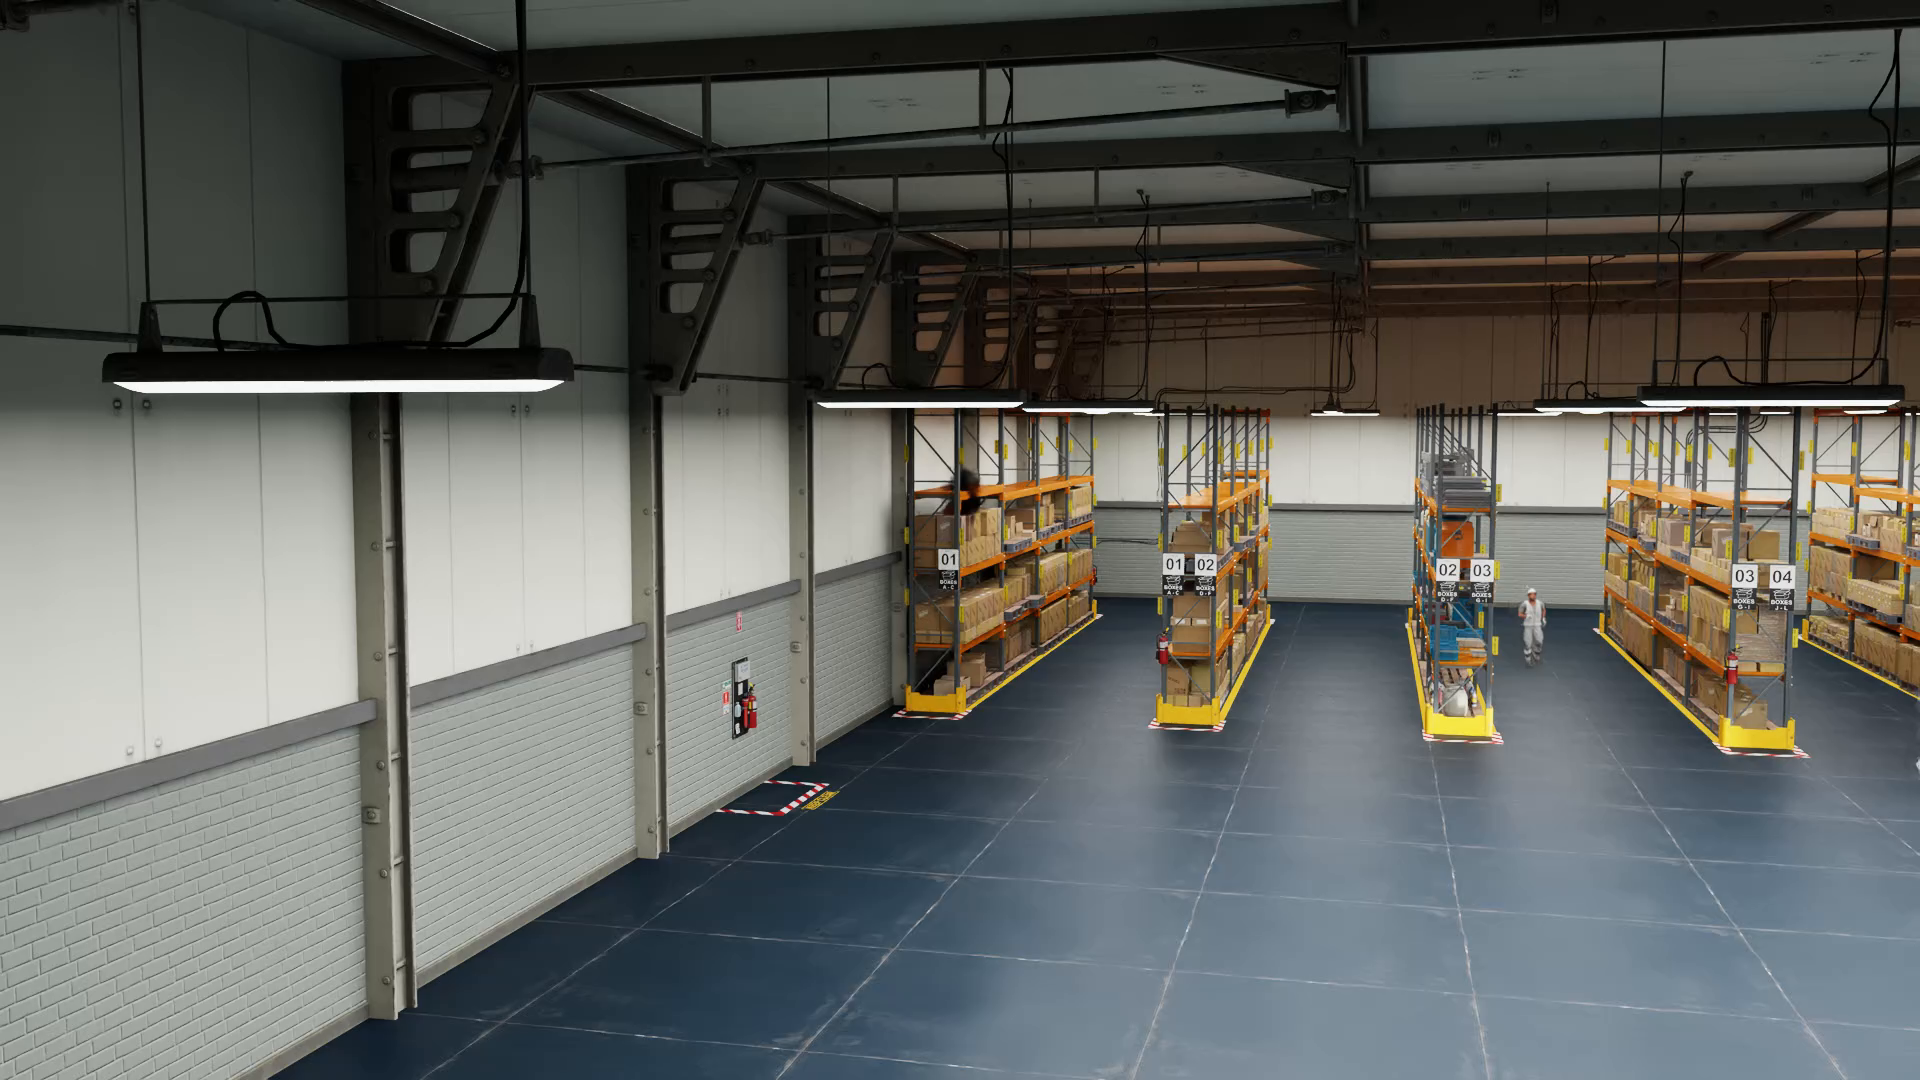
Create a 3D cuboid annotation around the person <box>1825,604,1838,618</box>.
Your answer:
[{"bbox_3d":[23.239,1.628,44.444,0.758,1.650,1.090,-3,5,-36],"label":"person"}]

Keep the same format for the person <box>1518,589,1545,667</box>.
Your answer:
[{"bbox_3d":[13.221,2.039,38.404,0.674,1.821,0.673,0,4,5],"label":"person"}]
